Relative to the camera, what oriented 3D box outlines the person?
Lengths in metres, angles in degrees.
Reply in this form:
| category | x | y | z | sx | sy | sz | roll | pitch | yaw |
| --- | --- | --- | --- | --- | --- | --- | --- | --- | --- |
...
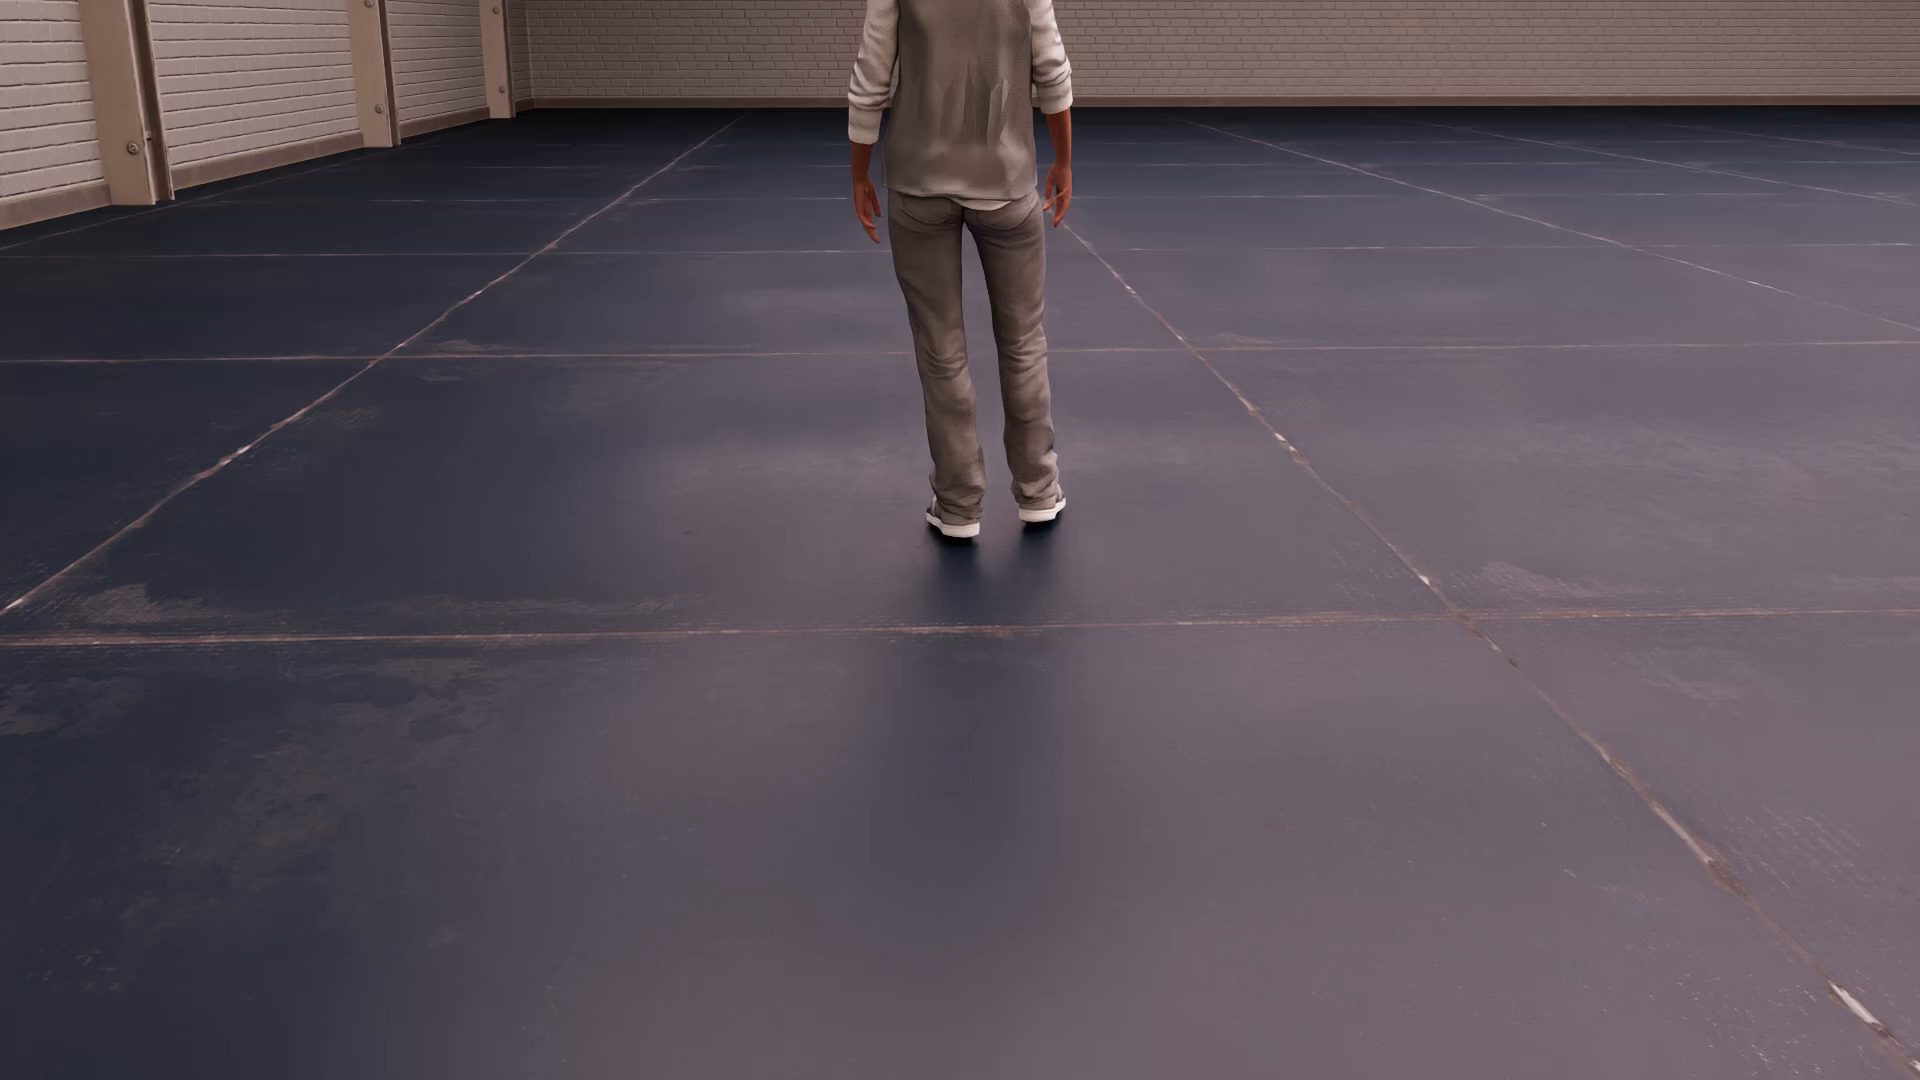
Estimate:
| category | x | y | z | sx | sy | sz | roll | pitch | yaw |
| --- | --- | --- | --- | --- | --- | --- | --- | --- | --- |
| person | 0.010 | -0.793 | 3.754 | 0.520 | 1.599 | 0.473 | -1 | 17 | -3 |
